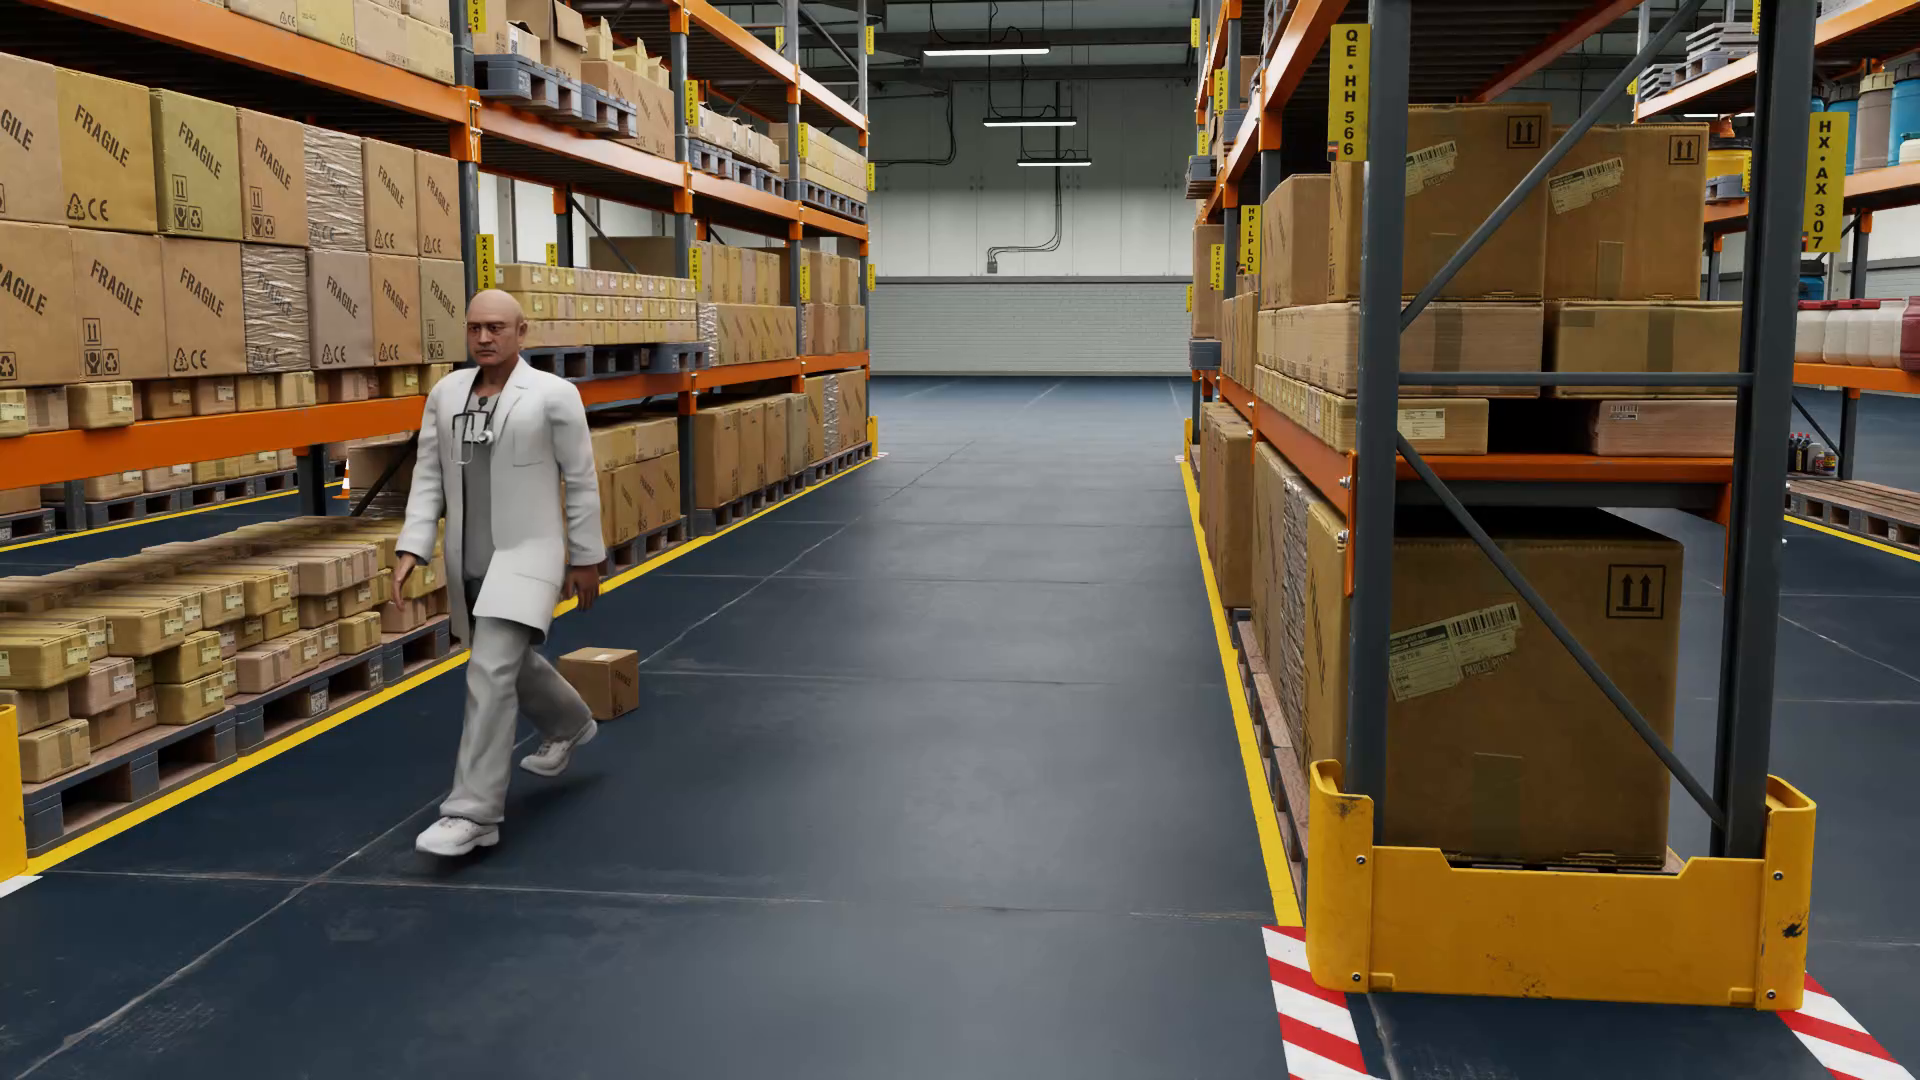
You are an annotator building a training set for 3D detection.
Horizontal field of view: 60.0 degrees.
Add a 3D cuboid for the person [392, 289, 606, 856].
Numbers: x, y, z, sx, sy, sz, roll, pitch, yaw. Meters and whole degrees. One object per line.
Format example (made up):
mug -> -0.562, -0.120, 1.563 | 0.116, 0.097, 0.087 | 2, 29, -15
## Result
person -> -1.470, 0.059, 5.392 | 0.576, 1.724, 1.177 | 3, 8, 21
